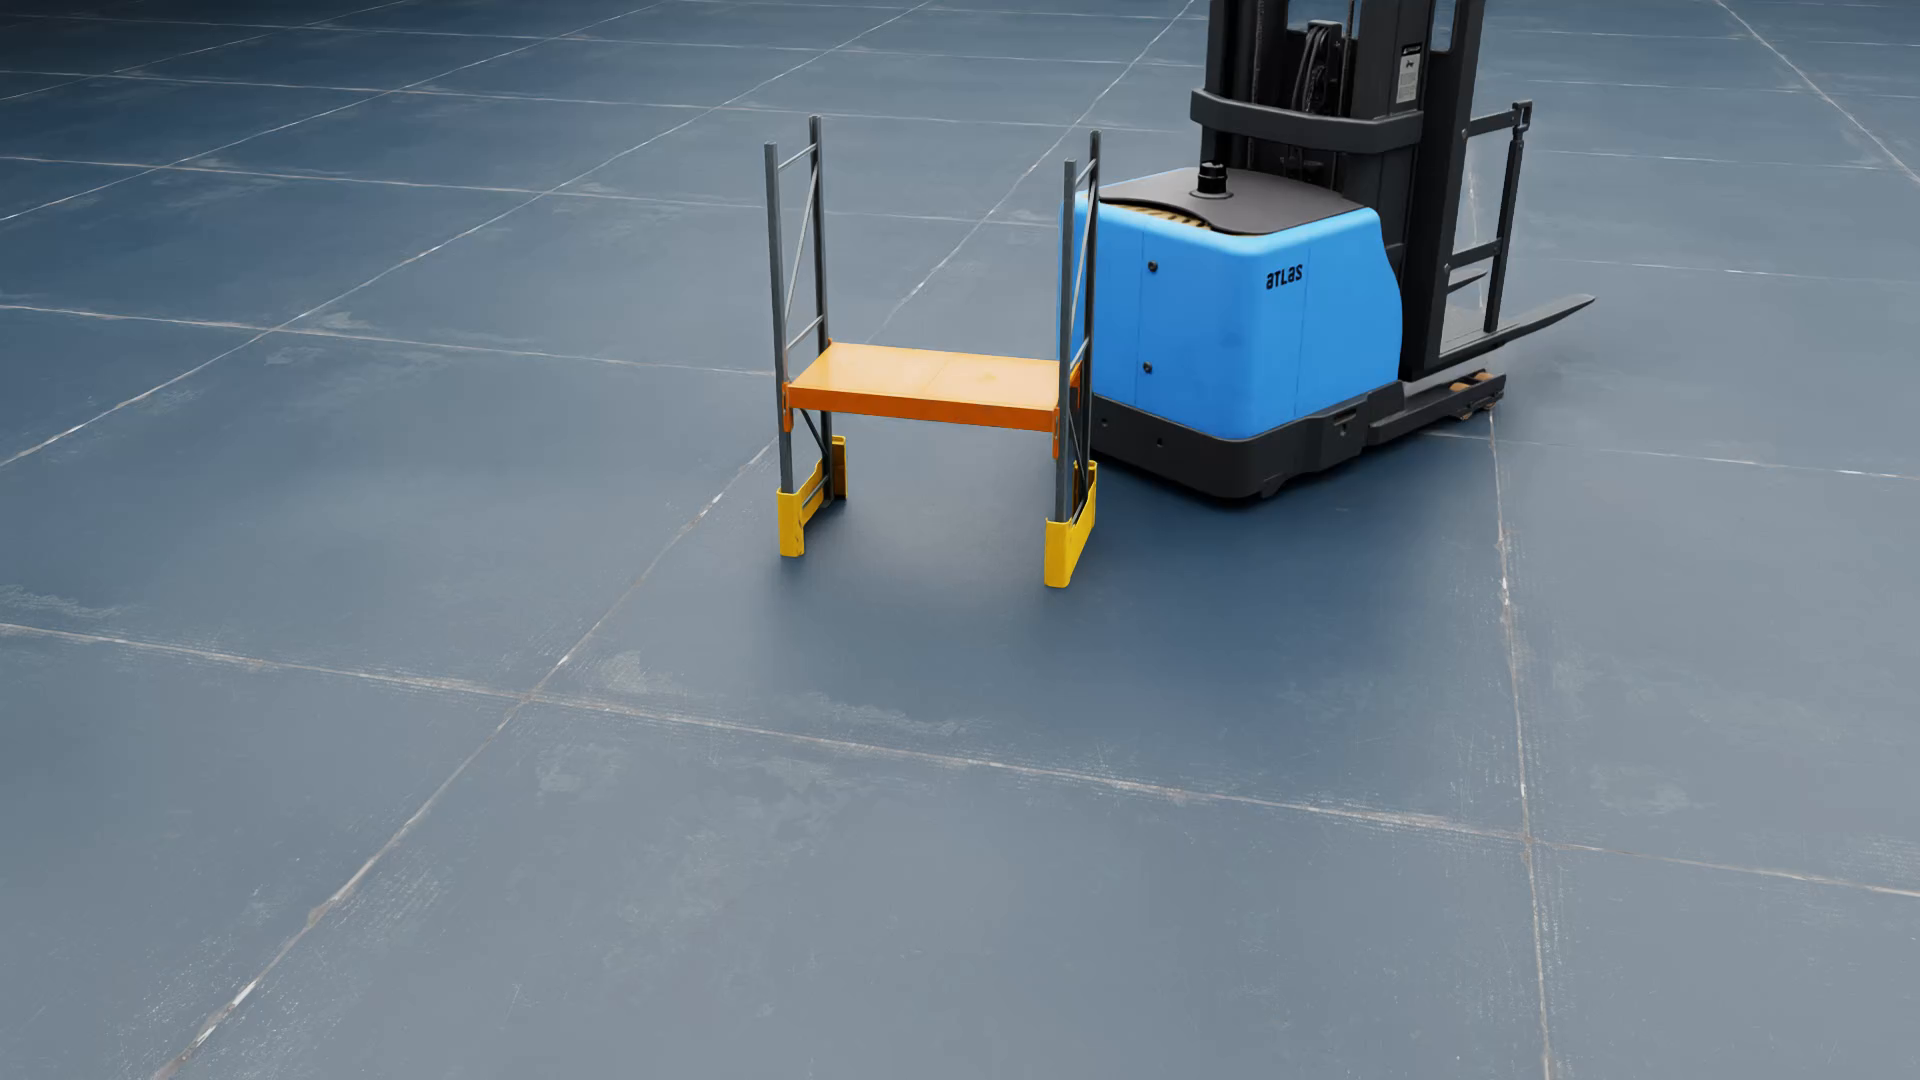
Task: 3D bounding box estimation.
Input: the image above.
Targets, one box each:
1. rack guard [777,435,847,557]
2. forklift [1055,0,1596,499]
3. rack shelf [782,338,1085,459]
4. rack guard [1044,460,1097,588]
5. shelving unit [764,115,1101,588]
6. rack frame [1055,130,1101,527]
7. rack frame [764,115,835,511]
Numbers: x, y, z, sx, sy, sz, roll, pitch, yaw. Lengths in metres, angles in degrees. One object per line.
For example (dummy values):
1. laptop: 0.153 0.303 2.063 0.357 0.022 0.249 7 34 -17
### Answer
1. rack guard: -0.556 -0.174 6.325 0.087 0.250 0.587 6 26 13
2. forklift: 1.815 -2.002 7.045 3.031 2.935 1.130 -21 33 -37
3. rack shelf: -0.083 -0.524 6.024 1.000 0.185 0.538 6 26 13
4. rack guard: 0.408 -0.068 6.101 0.087 0.250 0.587 6 26 13
5. shelving unit: -0.074 -0.685 5.945 1.083 1.500 0.587 6 26 13
6. rack frame: 0.410 -0.632 5.832 0.032 1.500 0.500 6 26 13
7. rack frame: -0.575 -0.741 6.061 0.032 1.500 0.500 6 26 13
